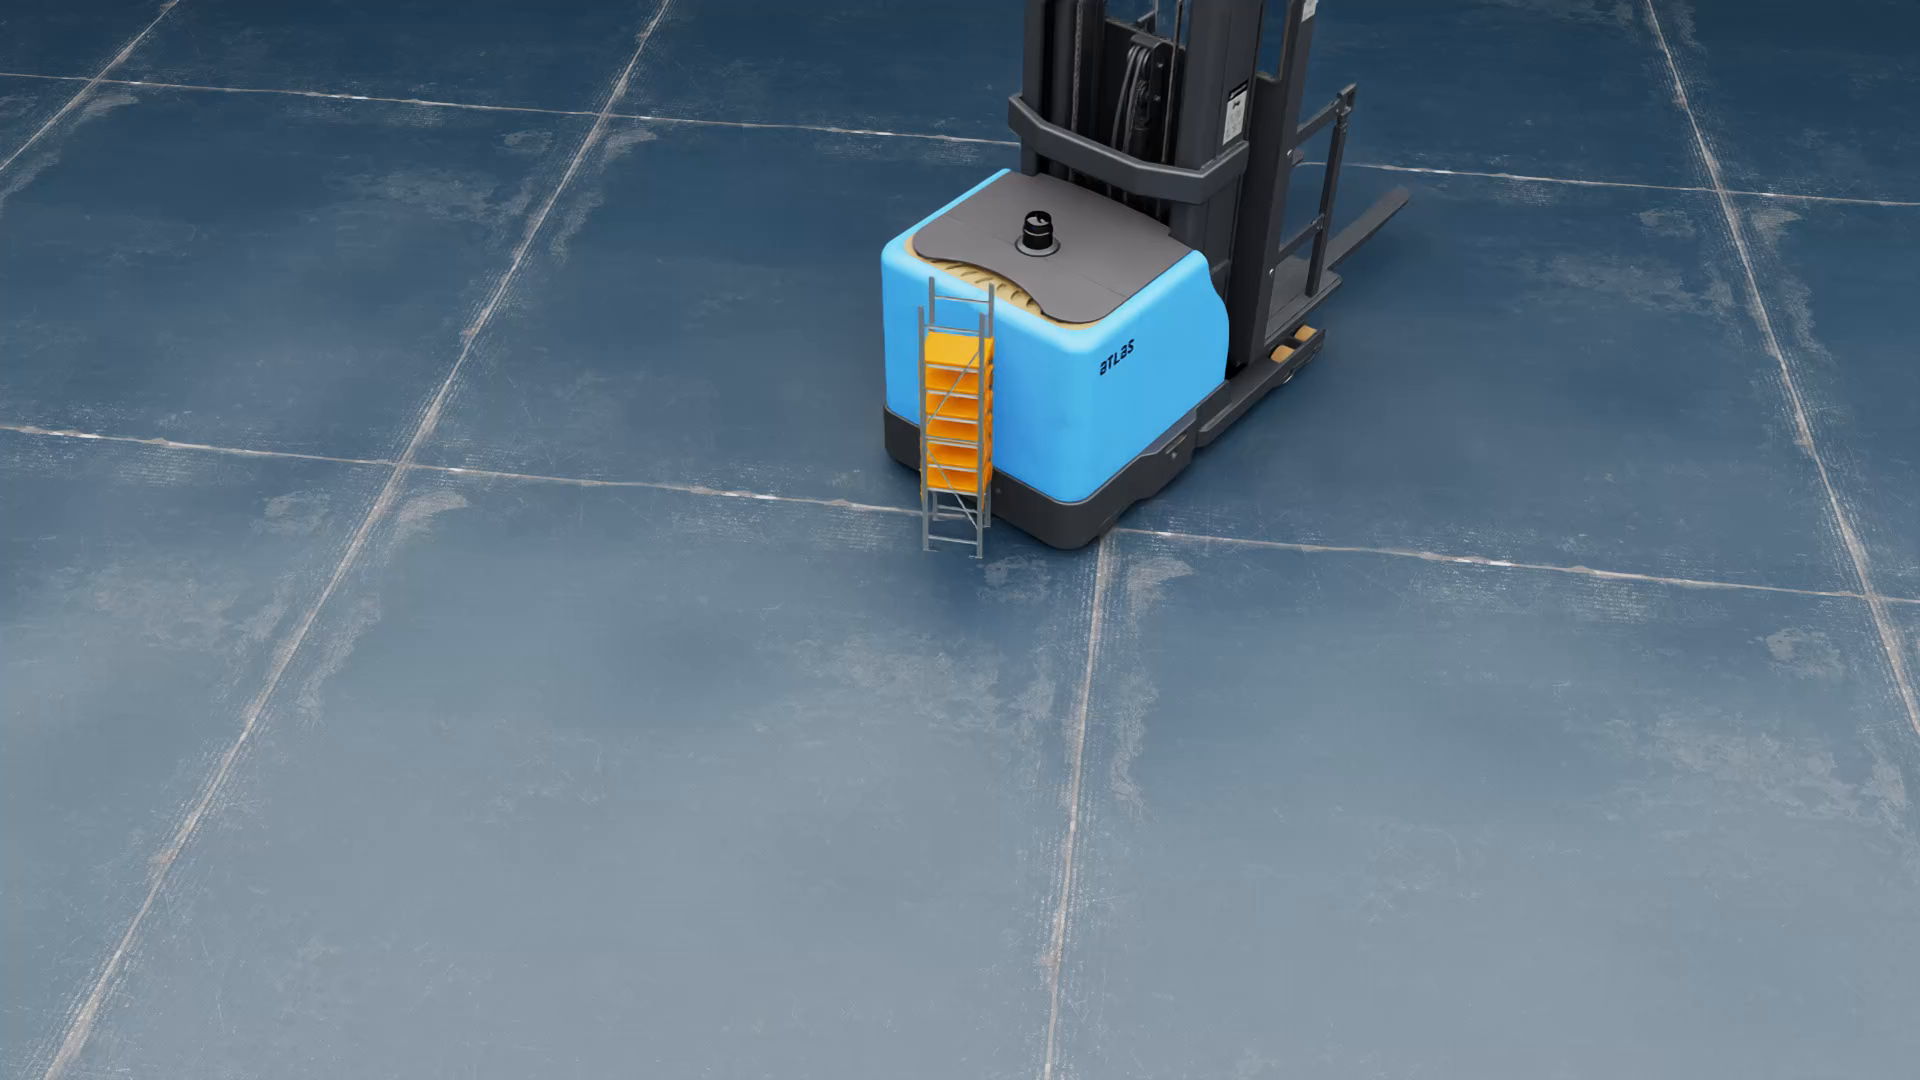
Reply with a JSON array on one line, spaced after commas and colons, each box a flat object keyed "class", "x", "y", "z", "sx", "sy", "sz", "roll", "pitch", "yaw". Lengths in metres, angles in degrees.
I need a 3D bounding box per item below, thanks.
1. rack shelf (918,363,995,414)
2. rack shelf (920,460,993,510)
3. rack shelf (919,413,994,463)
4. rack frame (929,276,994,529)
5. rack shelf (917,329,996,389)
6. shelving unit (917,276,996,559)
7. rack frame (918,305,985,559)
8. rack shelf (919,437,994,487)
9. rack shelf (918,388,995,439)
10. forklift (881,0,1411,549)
[{"class": "rack shelf", "x": -0.012, "y": -0.580, "z": 6.205, "sx": 0.258, "sy": 0.103, "sz": 0.180, "roll": 8, "pitch": 44, "yaw": 8}, {"class": "rack shelf", "x": -0.012, "y": -0.231, "z": 6.535, "sx": 0.258, "sy": 0.103, "sz": 0.180, "roll": 8, "pitch": 44, "yaw": 8}, {"class": "rack shelf", "x": -0.012, "y": -0.406, "z": 6.370, "sx": 0.258, "sy": 0.103, "sz": 0.180, "roll": 8, "pitch": 44, "yaw": 8}, {"class": "rack frame", "x": 0.006, "y": -0.500, "z": 6.405, "sx": 0.240, "sy": 1.200, "sz": 0.006, "roll": 8, "pitch": 44, "yaw": 8}, {"class": "rack shelf", "x": -0.012, "y": -0.667, "z": 6.123, "sx": 0.258, "sy": 0.103, "sz": 0.180, "roll": 8, "pitch": 44, "yaw": 8}, {"class": "shelving unit", "x": -0.012, "y": -0.438, "z": 6.340, "sx": 0.258, "sy": 1.200, "sz": 0.189, "roll": 8, "pitch": 44, "yaw": 8}, {"class": "rack frame", "x": -0.030, "y": -0.376, "z": 6.275, "sx": 0.240, "sy": 1.200, "sz": 0.006, "roll": 8, "pitch": 44, "yaw": 8}, {"class": "rack shelf", "x": -0.012, "y": -0.319, "z": 6.453, "sx": 0.258, "sy": 0.103, "sz": 0.180, "roll": 8, "pitch": 44, "yaw": 8}, {"class": "rack shelf", "x": -0.012, "y": -0.493, "z": 6.288, "sx": 0.258, "sy": 0.103, "sz": 0.180, "roll": 8, "pitch": 44, "yaw": 8}, {"class": "forklift", "x": 1.011, "y": -1.973, "z": 6.702, "sx": 1.130, "sy": 2.935, "sz": 3.031, "roll": 30, "pitch": 51, "yaw": 28}]
